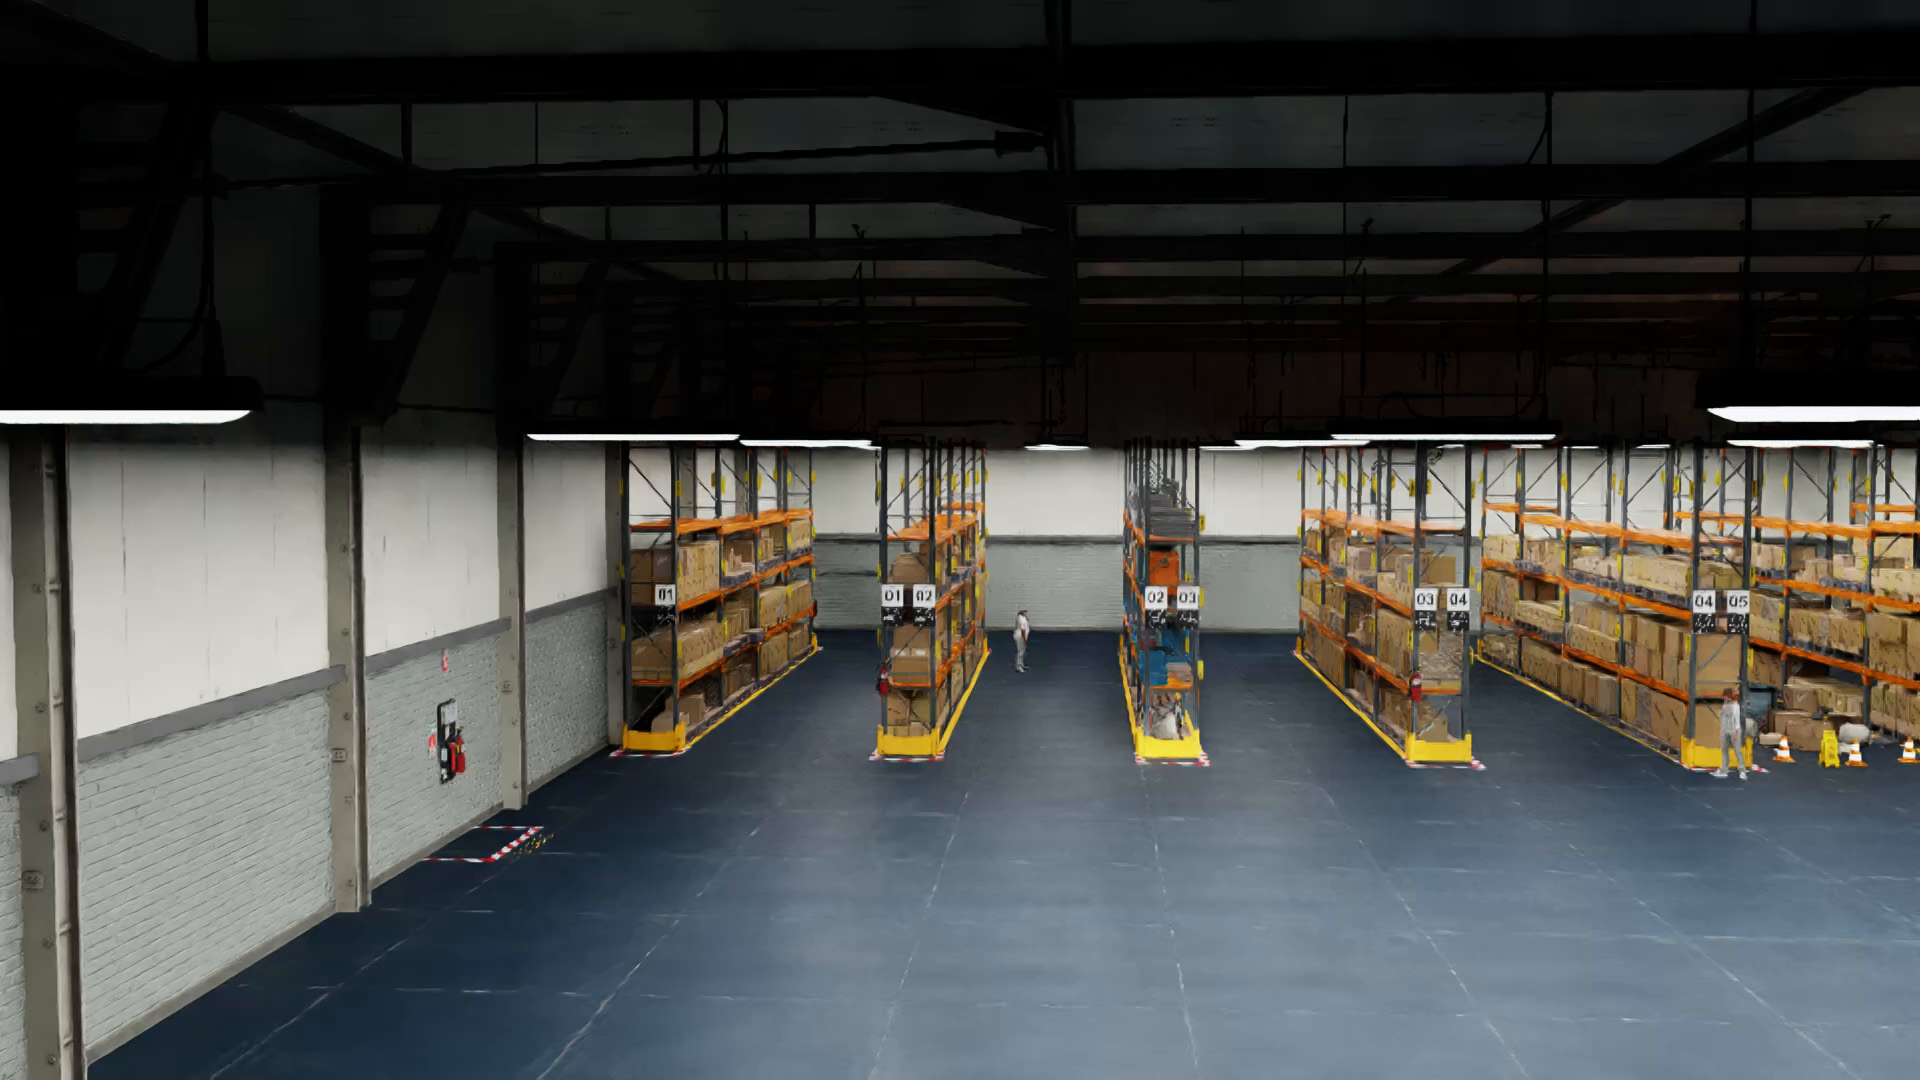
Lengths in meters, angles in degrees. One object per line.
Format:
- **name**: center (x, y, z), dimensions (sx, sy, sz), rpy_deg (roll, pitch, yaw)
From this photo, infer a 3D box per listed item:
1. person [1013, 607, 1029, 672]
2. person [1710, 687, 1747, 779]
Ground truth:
- **person**: center (1.630, 2.568, 43.242), dimensions (0.463, 1.671, 0.552), rpy_deg (-1, 3, -12)
- **person**: center (13.502, 3.367, 29.086), dimensions (0.480, 1.594, 0.535), rpy_deg (0, 3, -9)
